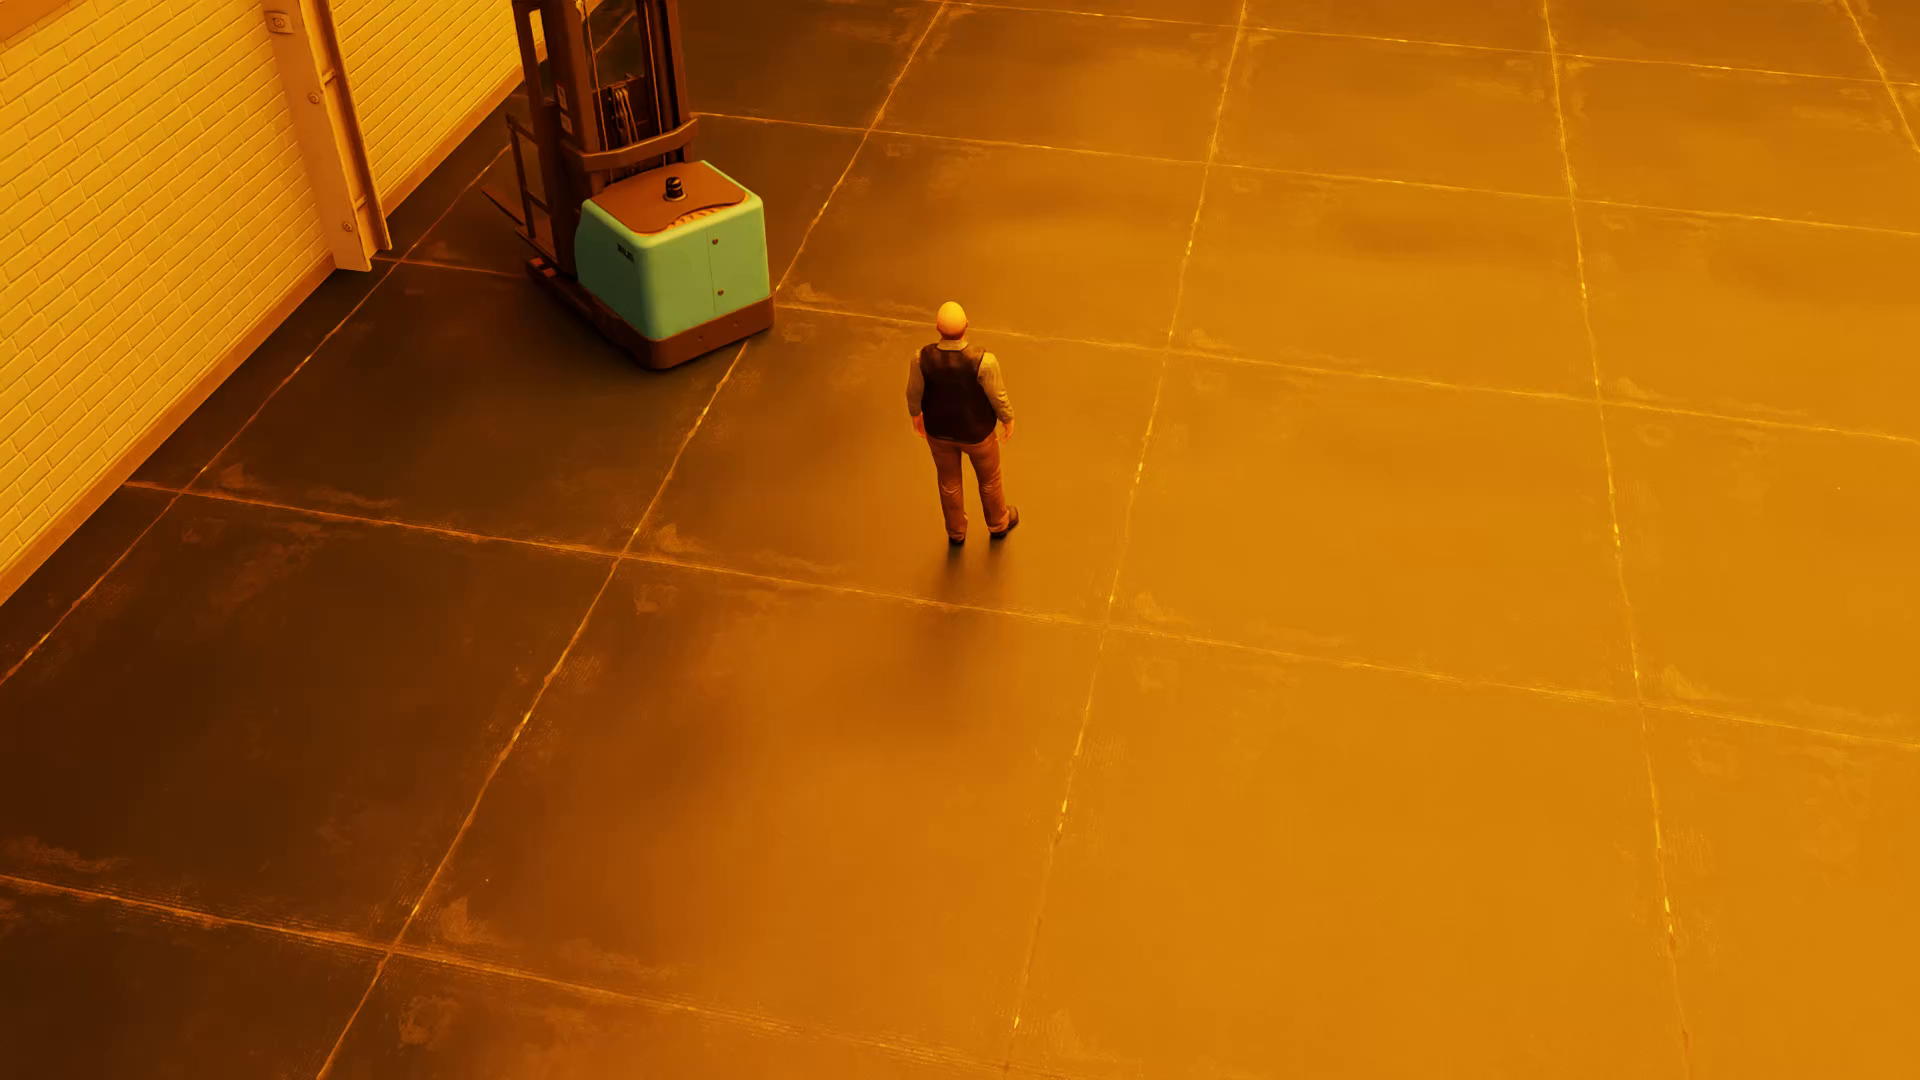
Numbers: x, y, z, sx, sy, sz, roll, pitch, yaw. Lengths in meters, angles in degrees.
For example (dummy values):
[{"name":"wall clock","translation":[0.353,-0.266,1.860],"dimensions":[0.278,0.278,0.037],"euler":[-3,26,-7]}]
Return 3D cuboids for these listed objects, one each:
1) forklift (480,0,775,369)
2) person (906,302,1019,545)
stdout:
[{"name":"forklift","translation":[-2.672,-3.204,11.920],"dimensions":[1.130,2.935,3.031],"euler":[-27,47,-29]},{"name":"person","translation":[0.020,-0.707,9.839],"dimensions":[0.633,1.722,0.566],"euler":[8,40,9]}]
